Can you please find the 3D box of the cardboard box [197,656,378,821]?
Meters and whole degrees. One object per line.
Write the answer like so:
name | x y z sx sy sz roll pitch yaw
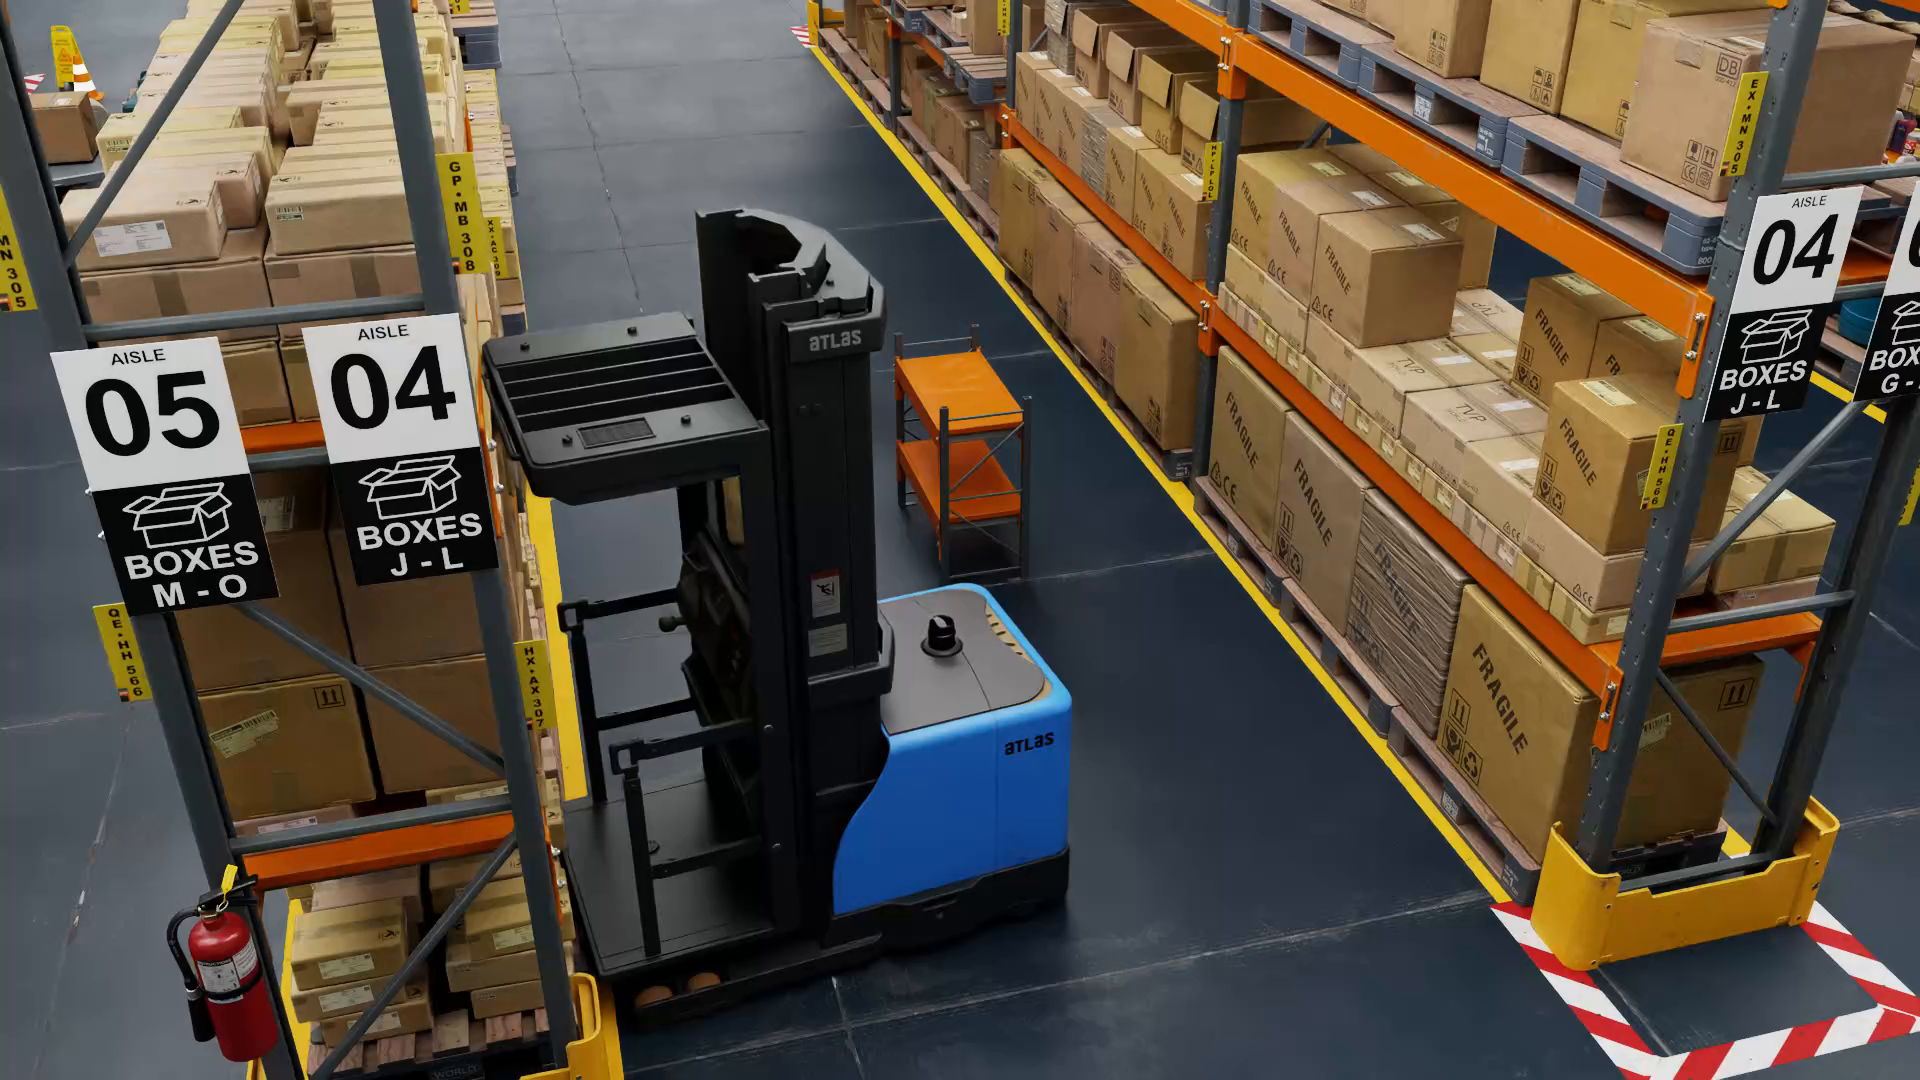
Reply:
cardboard box | -2.198 0.540 5.426 0.500 0.500 0.500 -7 31 -12

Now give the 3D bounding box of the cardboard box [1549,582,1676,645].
cardboard box | 2.566 0.265 6.549 0.380 0.149 0.250 -7 31 -12

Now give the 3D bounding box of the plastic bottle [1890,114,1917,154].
plastic bottle | 6.770 -2.919 11.915 0.061 0.283 0.133 -8 31 -13

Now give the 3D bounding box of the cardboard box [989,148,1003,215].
cardboard box | 0.658 -3.009 14.011 0.700 0.500 0.500 -9 31 -16

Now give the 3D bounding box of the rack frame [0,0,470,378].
rack frame | -1.831 -1.702 3.707 1.000 3.000 0.127 -8 31 -13

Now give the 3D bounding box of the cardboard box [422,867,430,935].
cardboard box | -2.324 1.471 6.642 0.380 0.149 0.250 -8 31 -14

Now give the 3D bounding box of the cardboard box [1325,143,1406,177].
cardboard box | 2.296 -1.850 9.056 0.500 0.500 0.500 -7 31 -12

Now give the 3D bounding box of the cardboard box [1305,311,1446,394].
cardboard box | 2.059 -0.960 8.266 0.500 0.250 0.500 -7 31 -12

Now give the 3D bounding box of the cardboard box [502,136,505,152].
cardboard box | -3.247 -2.621 11.115 0.380 0.149 0.250 -7 31 -12

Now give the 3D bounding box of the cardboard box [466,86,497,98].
cardboard box | -3.248 -2.876 10.962 0.380 0.149 0.250 -7 31 -12

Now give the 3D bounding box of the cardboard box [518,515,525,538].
cardboard box | -2.441 0.013 8.566 0.380 0.149 0.250 -7 31 -13

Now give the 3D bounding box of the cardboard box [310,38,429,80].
cardboard box | -2.081 -1.668 5.896 0.380 0.149 0.250 -7 31 -12

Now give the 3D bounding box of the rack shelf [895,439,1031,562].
rack shelf | 0.002 -0.272 9.585 0.538 0.278 1.000 -8 31 -13

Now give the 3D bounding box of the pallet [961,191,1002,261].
pallet | 0.649 -2.750 14.291 1.003 0.211 1.213 -8 31 -13

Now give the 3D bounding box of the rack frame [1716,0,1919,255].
rack frame | 2.978 -2.312 4.762 1.000 3.000 0.127 -8 31 -13

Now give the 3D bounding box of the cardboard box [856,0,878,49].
cardboard box | -0.927 -5.955 19.121 0.500 0.500 0.500 0 30 0

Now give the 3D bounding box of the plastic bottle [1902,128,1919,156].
plastic bottle | 6.783 -2.825 11.835 0.097 0.201 0.097 0 30 0

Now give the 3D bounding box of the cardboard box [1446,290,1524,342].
cardboard box | 2.562 -1.037 8.400 0.500 0.250 0.500 -7 31 -12

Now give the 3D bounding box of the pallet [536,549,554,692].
pallet | -2.680 0.489 8.694 1.003 0.211 1.213 -8 31 -13

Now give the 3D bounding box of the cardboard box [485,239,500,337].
cardboard box | -2.364 -1.202 7.437 0.500 0.500 0.500 -9 31 -15

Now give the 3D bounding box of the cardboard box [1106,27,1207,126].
cardboard box | 1.388 -3.064 10.948 0.797 0.503 0.637 -7 31 -12

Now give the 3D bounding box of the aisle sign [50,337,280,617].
aisle sign | -2.100 -0.155 4.429 0.394 0.787 0.004 -8 31 -13

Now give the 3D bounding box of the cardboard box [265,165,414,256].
cardboard box | -1.697 -0.914 4.593 0.380 0.149 0.250 -8 31 -14

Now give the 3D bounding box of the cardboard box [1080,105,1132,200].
cardboard box | 1.131 -2.615 11.173 0.500 0.500 0.500 -8 31 -13

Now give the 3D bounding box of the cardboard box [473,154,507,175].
cardboard box | -2.831 -2.121 9.659 0.380 0.149 0.250 -8 31 -14

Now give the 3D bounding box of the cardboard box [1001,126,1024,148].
cardboard box | 0.648 -3.332 13.821 0.500 0.250 0.500 -7 31 -11

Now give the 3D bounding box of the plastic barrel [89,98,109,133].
plastic barrel | -8.815 -4.215 16.609 0.512 0.421 0.421 13 32 21

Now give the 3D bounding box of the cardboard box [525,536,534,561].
cardboard box | -2.418 0.125 8.669 0.380 0.149 0.250 -9 31 -16

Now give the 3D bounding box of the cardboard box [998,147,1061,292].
cardboard box | 1.018 -2.506 12.787 1.225 0.875 0.875 -9 31 -16

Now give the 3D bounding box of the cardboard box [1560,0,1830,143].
cardboard box | 2.756 -1.814 6.277 0.700 0.500 0.500 -9 31 -15

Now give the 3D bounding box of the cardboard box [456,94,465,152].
cardboard box | -2.245 -1.581 6.643 0.500 0.250 0.500 -8 31 -14

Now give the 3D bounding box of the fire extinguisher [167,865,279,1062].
fire extinguisher | -2.209 1.273 5.006 0.296 0.674 0.183 -8 31 -13

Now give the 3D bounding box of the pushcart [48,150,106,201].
pushcart | -7.576 -3.386 15.224 1.648 0.377 0.936 -20 35 -30

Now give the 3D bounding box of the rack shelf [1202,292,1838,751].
rack shelf | 2.447 -0.370 8.114 1.077 0.370 4.000 -8 31 -13

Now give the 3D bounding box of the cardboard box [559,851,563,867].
cardboard box | -1.844 1.279 6.973 0.380 0.149 0.250 -7 31 -13

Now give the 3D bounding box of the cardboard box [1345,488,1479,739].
cardboard box | 2.490 0.284 7.967 0.875 0.875 0.875 -8 31 -13

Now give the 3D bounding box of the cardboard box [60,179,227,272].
cardboard box | -2.202 -0.849 4.481 0.380 0.149 0.250 -8 31 -14

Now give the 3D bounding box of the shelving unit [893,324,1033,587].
shelving unit | 0.002 -0.484 9.463 0.538 1.125 1.048 -8 31 -13

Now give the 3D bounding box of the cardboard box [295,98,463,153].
cardboard box | -1.959 -1.299 5.656 0.500 0.250 0.500 -7 31 -13

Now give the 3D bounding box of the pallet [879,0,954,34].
pallet | -0.144 -5.040 15.655 1.003 0.211 1.213 -8 31 -13

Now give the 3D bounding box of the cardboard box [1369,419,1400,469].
cardboard box | 2.161 -0.474 7.825 0.380 0.149 0.250 -7 31 -12

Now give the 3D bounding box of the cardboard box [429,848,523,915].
cardboard box | -1.831 1.274 6.387 0.380 0.149 0.250 -7 31 -12

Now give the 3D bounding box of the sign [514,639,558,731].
sign | -1.307 0.448 5.118 0.100 0.325 0.005 -8 31 -13

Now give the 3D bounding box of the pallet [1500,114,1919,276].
pallet | 2.771 -1.333 6.152 1.003 0.211 1.213 -8 31 -13

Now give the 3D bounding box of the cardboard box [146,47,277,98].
cardboard box | -2.589 -1.595 5.770 0.380 0.149 0.250 -9 31 -15

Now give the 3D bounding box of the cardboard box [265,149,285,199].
cardboard box | -2.335 -0.990 5.123 0.500 0.250 0.500 -9 31 -15

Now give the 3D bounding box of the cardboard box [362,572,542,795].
cardboard box | -1.683 0.469 5.548 0.500 0.500 0.500 -6 31 -11

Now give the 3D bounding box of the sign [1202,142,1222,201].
sign | 1.396 -2.038 9.200 0.100 0.325 0.005 -8 31 -13

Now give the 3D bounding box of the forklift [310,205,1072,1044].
forklift | -1.109 0.333 6.250 3.031 2.935 1.130 -12 32 -19

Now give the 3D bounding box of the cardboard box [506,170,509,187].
cardboard box | -2.971 -2.245 10.170 0.380 0.149 0.250 -8 31 -14

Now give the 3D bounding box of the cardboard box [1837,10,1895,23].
cardboard box | 9.873 -5.653 18.289 0.500 0.311 0.500 -7 31 -12

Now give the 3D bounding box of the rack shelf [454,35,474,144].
rack shelf | -3.423 -2.990 9.645 1.077 0.370 4.000 -8 31 -13

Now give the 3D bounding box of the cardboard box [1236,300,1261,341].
cardboard box | 1.744 -1.225 9.123 0.380 0.149 0.250 -9 31 -15
